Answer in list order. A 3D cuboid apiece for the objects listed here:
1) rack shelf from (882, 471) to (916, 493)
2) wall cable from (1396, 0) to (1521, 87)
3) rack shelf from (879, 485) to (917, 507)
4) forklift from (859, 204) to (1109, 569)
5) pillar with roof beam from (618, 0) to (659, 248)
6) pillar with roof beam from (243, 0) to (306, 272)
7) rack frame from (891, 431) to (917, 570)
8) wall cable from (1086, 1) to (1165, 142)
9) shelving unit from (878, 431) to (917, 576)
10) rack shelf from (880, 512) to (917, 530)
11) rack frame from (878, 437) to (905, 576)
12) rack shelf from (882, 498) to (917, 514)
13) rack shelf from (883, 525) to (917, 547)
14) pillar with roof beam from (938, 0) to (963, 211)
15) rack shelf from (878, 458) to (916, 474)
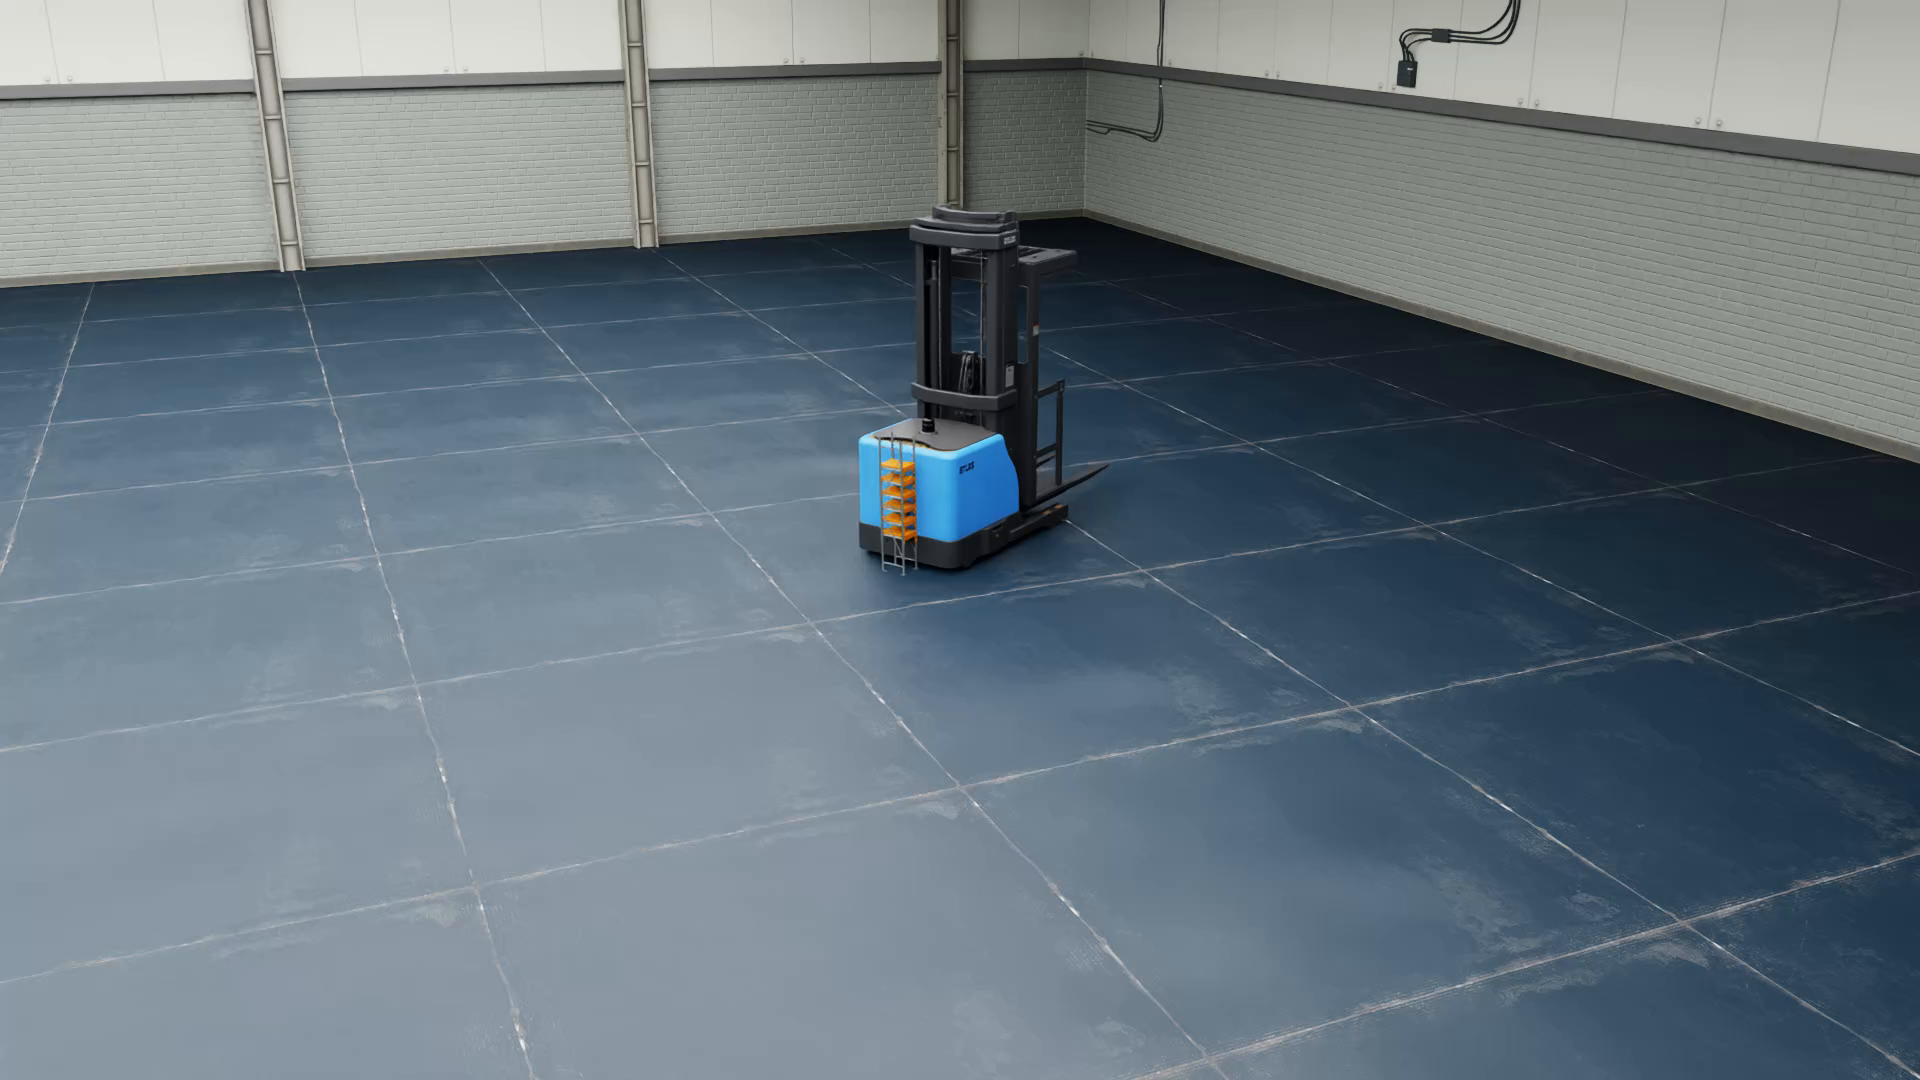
[{"bbox_3d":[-0.526,-0.486,14.003,0.258,0.103,0.180,13,24,32],"label":"rack shelf"},{"bbox_3d":[6.796,-9.051,22.058,0.169,6.003,2.305,-8,21,-22],"label":"wall cable"},{"bbox_3d":[-0.524,-0.374,14.045,0.258,0.103,0.180,13,24,32],"label":"rack shelf"},{"bbox_3d":[0.353,-1.572,15.073,1.130,2.935,3.031,13,23,32],"label":"forklift"},{"bbox_3d":[-3.983,-8.258,24.926,0.400,9.000,9.100,-8,21,-22],"label":"pillar with roof beam"},{"bbox_3d":[-9.492,-7.469,22.684,0.400,9.000,9.100,-8,21,-22],"label":"pillar with roof beam"},{"bbox_3d":[-0.473,-0.330,14.142,0.240,1.200,0.006,13,24,32],"label":"rack frame"},{"bbox_3d":[3.050,-8.880,31.367,0.112,2.526,3.097,-8,21,-22],"label":"wall cable"},{"bbox_3d":[-0.524,-0.303,14.071,0.258,1.200,0.189,13,24,32],"label":"shelving unit"},{"bbox_3d":[-0.522,-0.149,14.128,0.258,0.103,0.180,13,24,32],"label":"rack shelf"},{"bbox_3d":[-0.575,-0.276,14.000,0.240,1.200,0.006,13,24,32],"label":"rack frame"},{"bbox_3d":[-0.523,-0.261,14.086,0.258,0.103,0.180,13,24,32],"label":"rack shelf"},{"bbox_3d":[-0.521,-0.036,14.169,0.258,0.103,0.180,13,24,32],"label":"rack shelf"},{"bbox_3d":[1.527,-9.047,27.167,0.400,9.000,9.100,-8,21,-22],"label":"pillar with roof beam"},{"bbox_3d":[-0.527,-0.599,13.961,0.258,0.103,0.180,13,24,32],"label":"rack shelf"}]
